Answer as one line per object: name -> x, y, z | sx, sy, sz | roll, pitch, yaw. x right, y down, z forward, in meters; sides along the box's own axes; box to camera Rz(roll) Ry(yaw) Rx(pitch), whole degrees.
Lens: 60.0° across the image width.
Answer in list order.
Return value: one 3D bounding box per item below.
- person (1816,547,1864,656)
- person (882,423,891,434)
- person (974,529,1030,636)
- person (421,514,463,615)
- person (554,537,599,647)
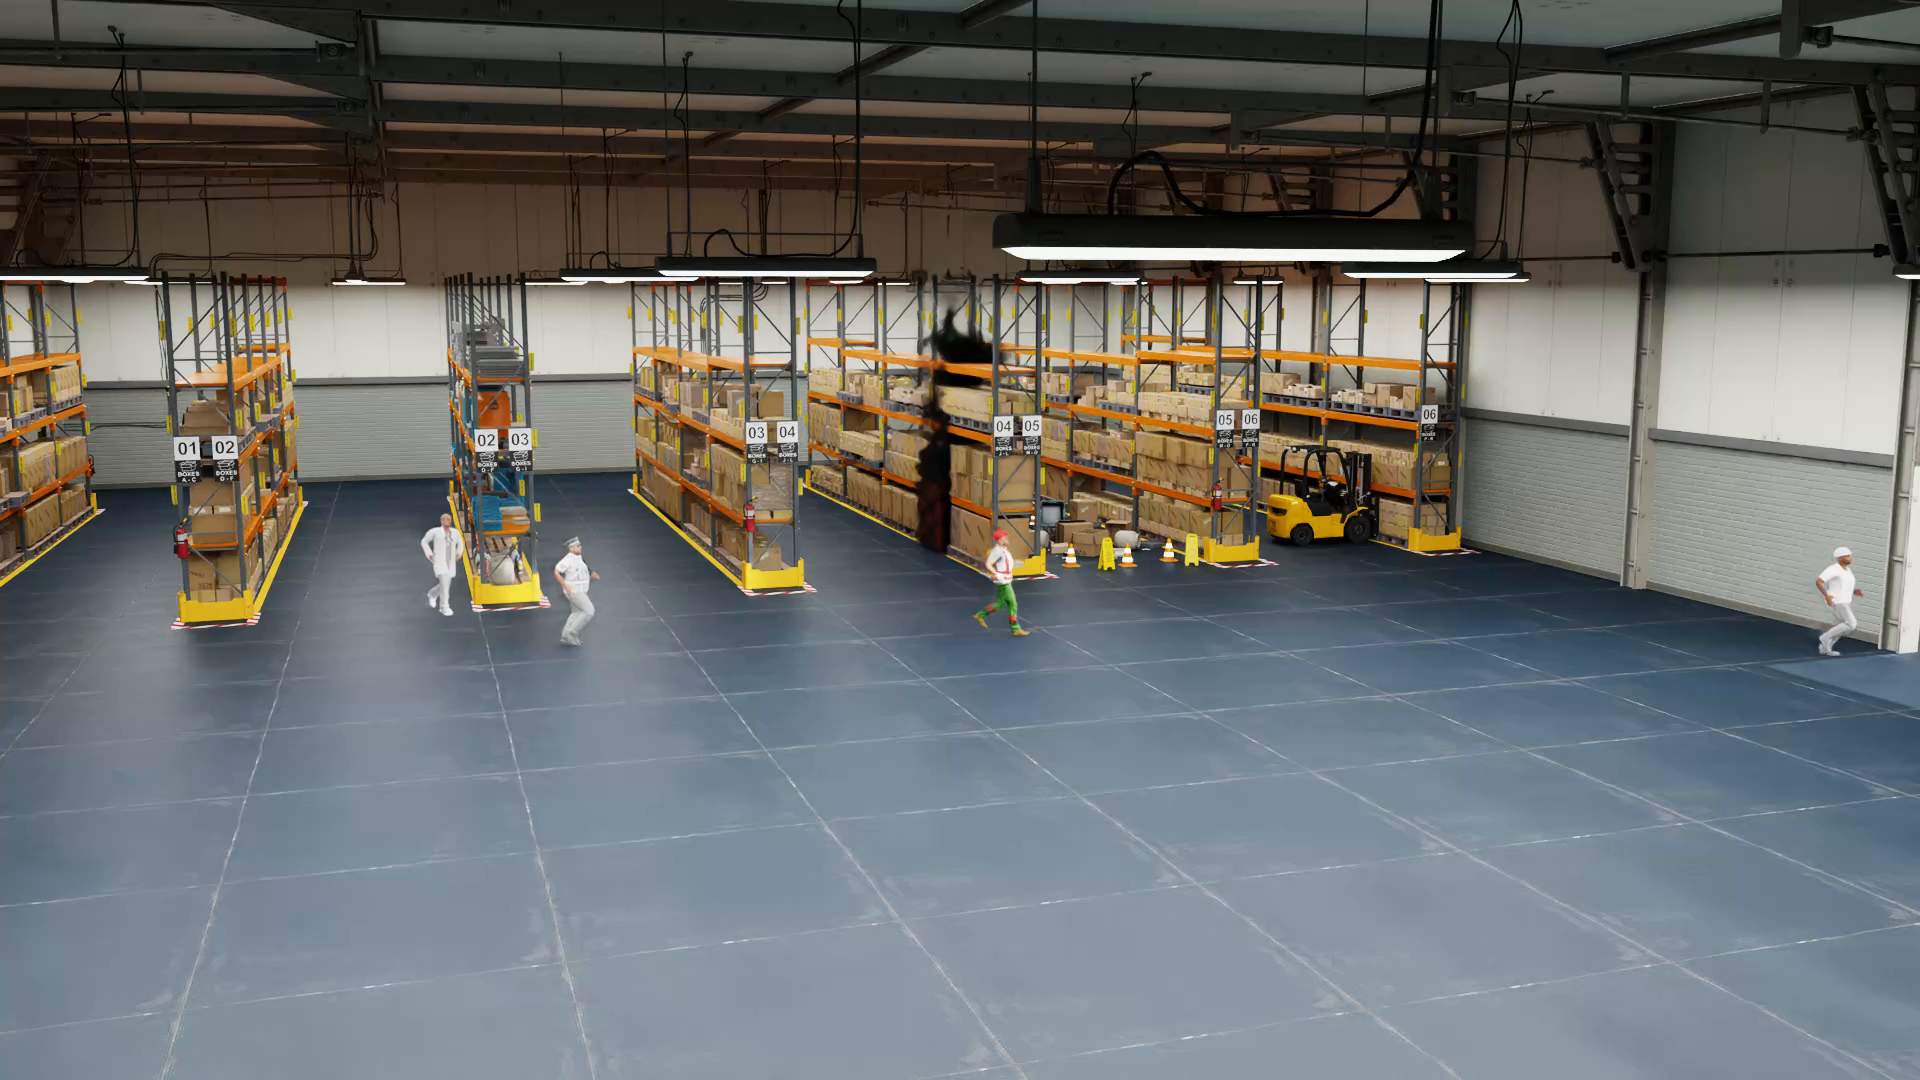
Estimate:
person -> 13.754, 0.967, 25.938 | 0.687, 1.716, 0.573 | -7, 11, -41
person -> -2.158, -2.685, 50.466 | 0.764, 1.724, 0.548 | -2, 9, -15
person -> 0.689, 0.699, 27.511 | 0.967, 1.768, 0.667 | 1, 9, 9
person -> -9.197, 0.412, 29.638 | 0.844, 1.767, 0.731 | 8, 12, 42
person -> -6.130, 0.828, 26.772 | 0.666, 1.775, 0.637 | 0, 9, 1
